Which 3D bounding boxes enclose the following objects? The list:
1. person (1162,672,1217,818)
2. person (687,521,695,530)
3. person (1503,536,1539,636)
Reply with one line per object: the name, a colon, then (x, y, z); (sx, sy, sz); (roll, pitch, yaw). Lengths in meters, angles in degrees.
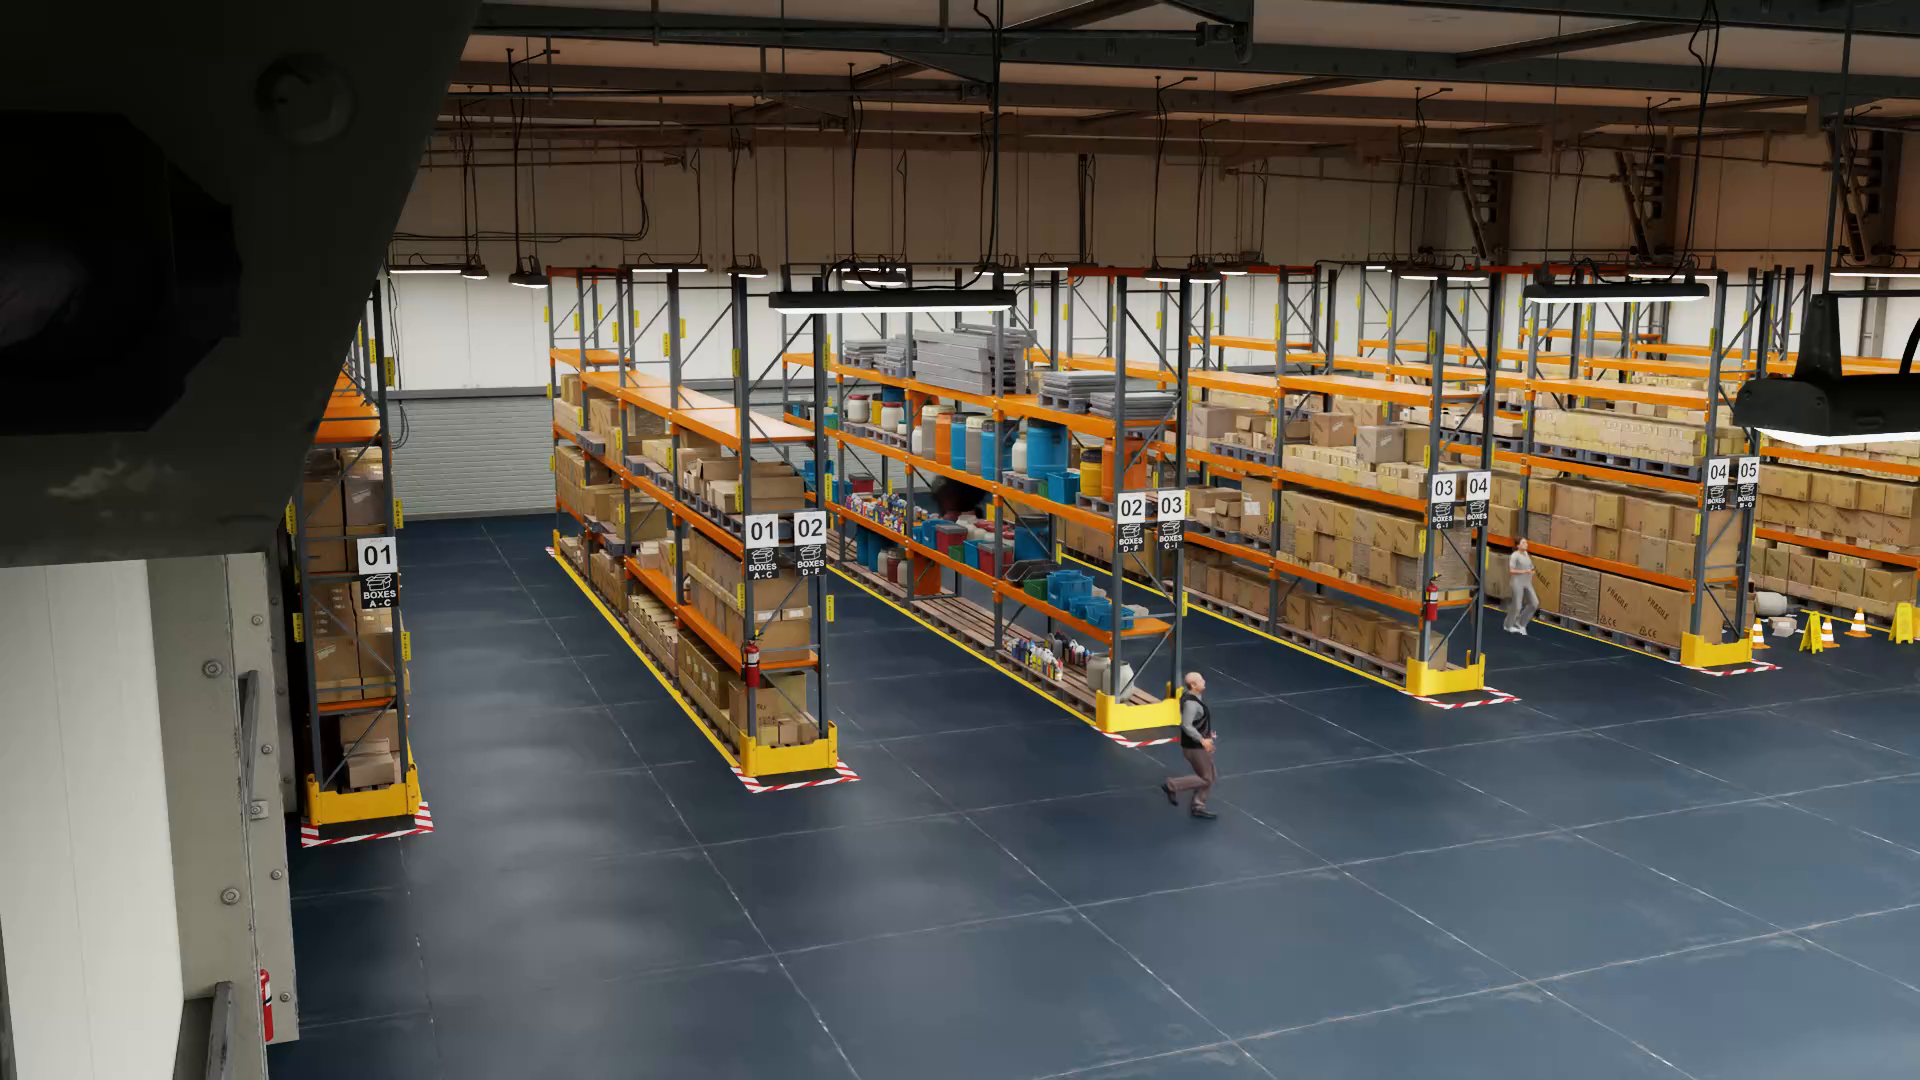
person: (2.593, 2.302, 18.690); (0.636, 1.685, 0.668); (1, 10, 6)
person: (-5.426, -0.411, 33.931); (0.673, 1.849, 0.727); (-5, 11, -27)
person: (9.294, 0.766, 27.479); (0.546, 1.678, 0.641); (-5, 11, -27)
